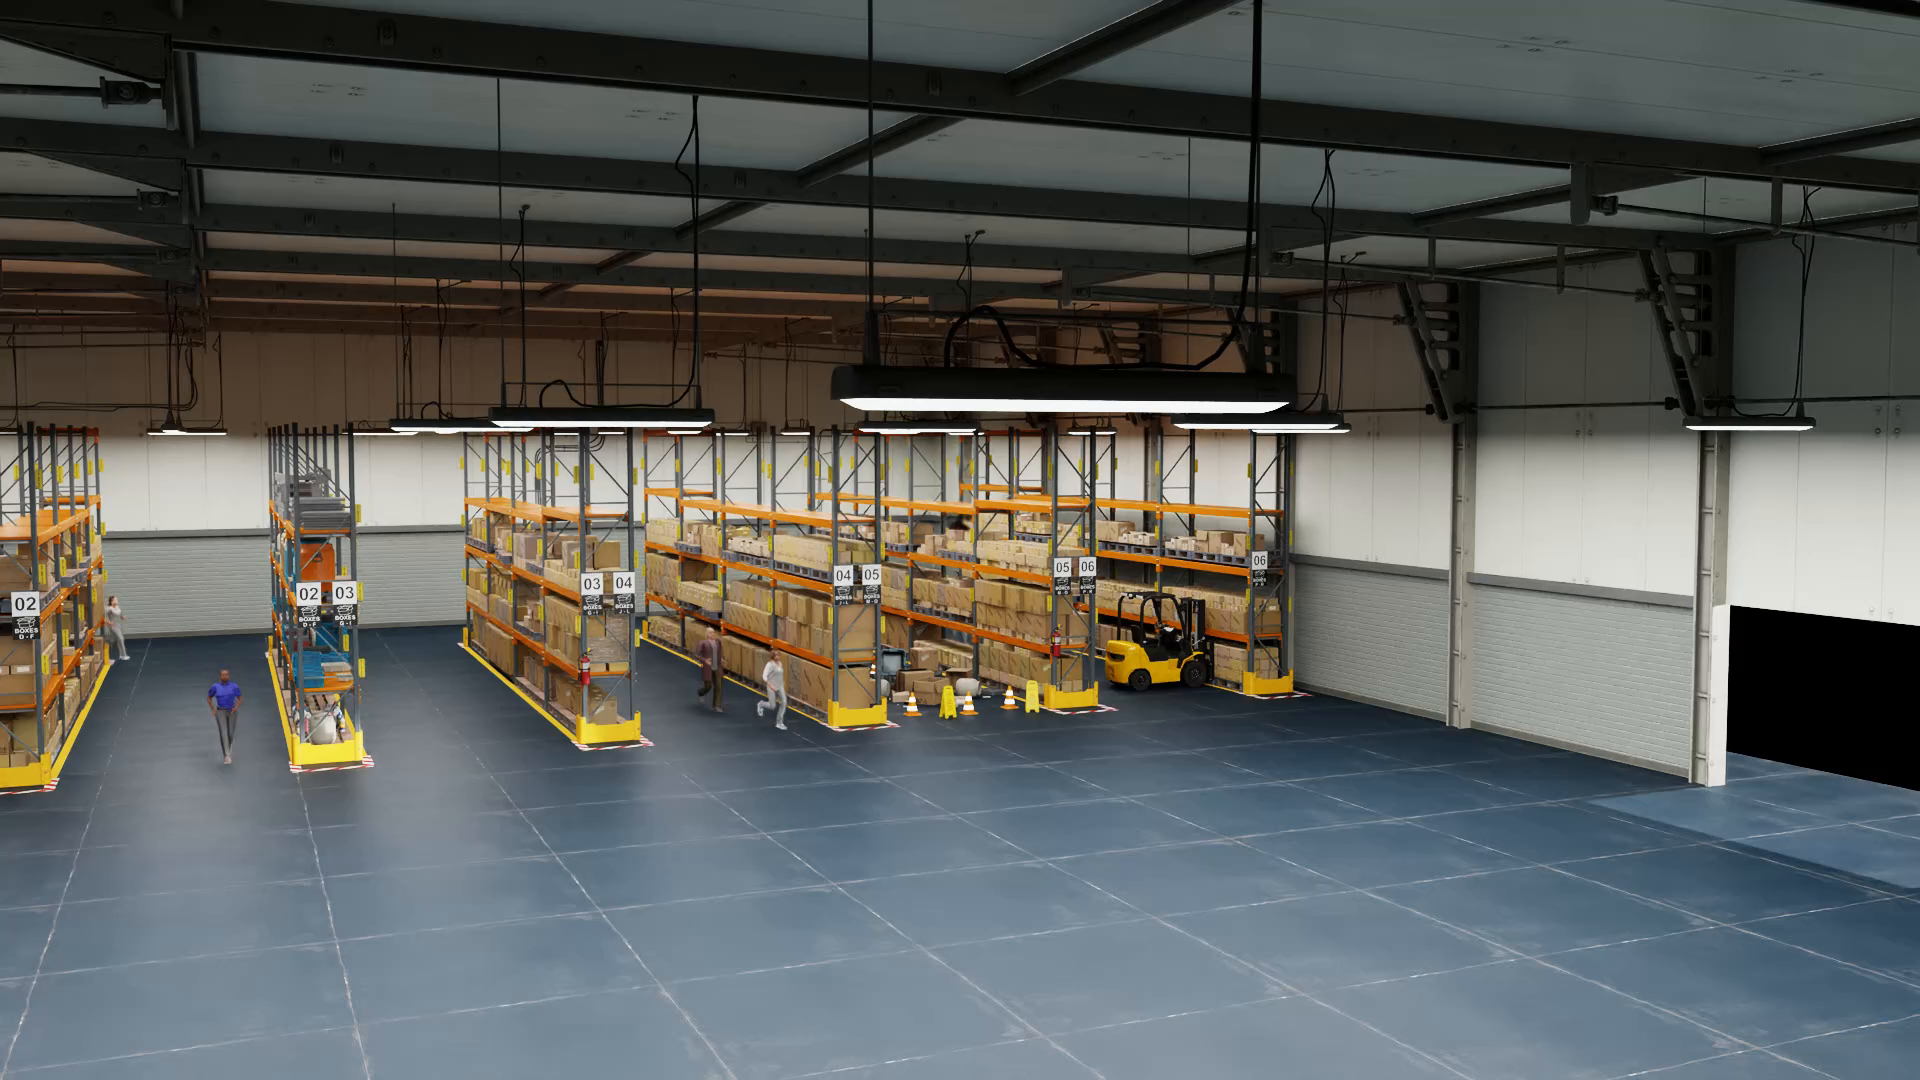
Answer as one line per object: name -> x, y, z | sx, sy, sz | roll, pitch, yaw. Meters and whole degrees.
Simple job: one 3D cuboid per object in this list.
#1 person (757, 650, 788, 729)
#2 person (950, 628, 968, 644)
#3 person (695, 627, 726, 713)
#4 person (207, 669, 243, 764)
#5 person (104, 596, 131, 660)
person -> -3.698, 2.950, 32.971 | 0.761, 1.558, 0.539 | 3, 5, 44
person -> -0.028, 2.117, 45.057 | 0.596, 1.740, 0.720 | -2, 4, -30
person -> -5.231, 2.707, 34.936 | 0.720, 1.759, 0.962 | -2, 4, -35
person -> -13.067, 3.108, 29.574 | 0.582, 1.658, 0.763 | -2, 4, -29
person -> -21.939, 2.272, 43.049 | 0.838, 1.658, 0.578 | 0, 4, 6
